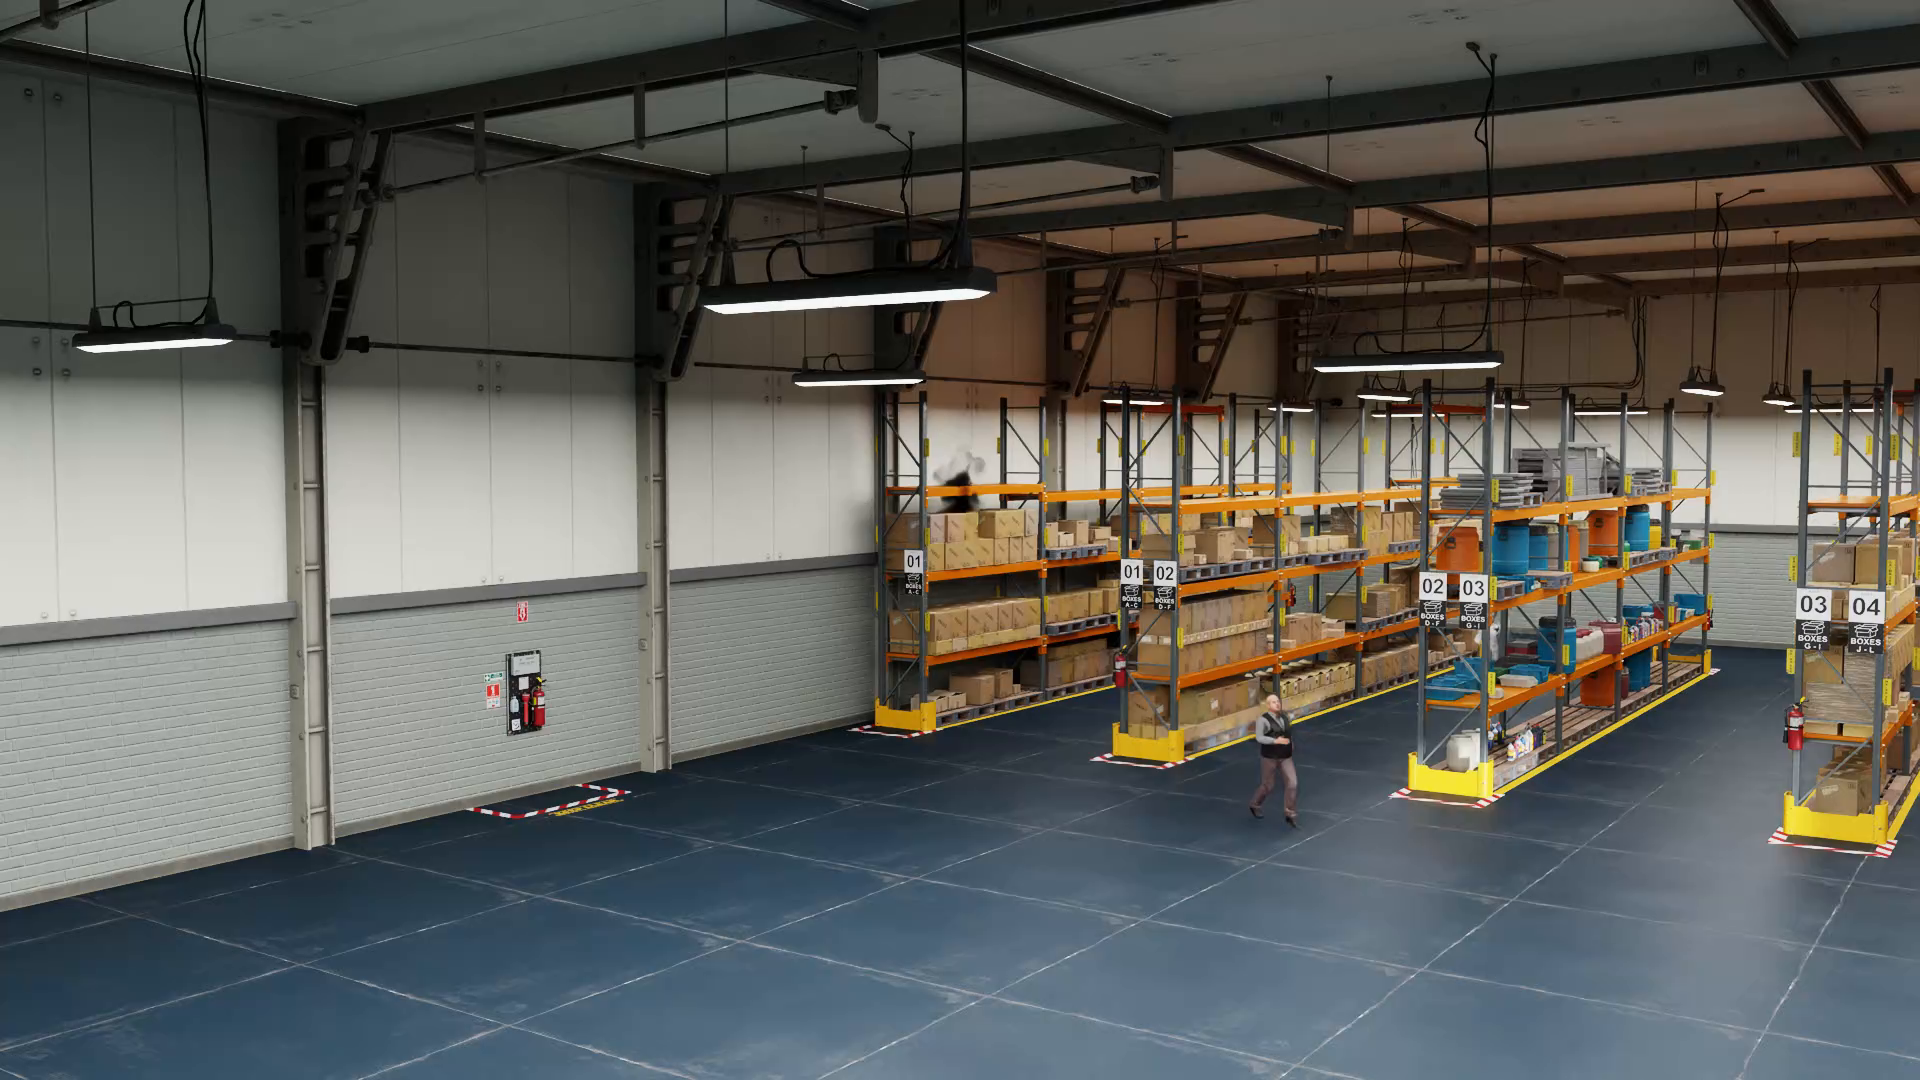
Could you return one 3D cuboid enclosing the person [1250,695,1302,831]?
[{"bbox_3d":[4.200,2.926,22.060,0.659,1.747,0.882,-1,3,-24],"label":"person"}]

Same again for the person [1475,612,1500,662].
[{"bbox_3d":[10.772,2.279,33.780,0.616,1.693,0.901,1,3,21],"label":"person"}]
